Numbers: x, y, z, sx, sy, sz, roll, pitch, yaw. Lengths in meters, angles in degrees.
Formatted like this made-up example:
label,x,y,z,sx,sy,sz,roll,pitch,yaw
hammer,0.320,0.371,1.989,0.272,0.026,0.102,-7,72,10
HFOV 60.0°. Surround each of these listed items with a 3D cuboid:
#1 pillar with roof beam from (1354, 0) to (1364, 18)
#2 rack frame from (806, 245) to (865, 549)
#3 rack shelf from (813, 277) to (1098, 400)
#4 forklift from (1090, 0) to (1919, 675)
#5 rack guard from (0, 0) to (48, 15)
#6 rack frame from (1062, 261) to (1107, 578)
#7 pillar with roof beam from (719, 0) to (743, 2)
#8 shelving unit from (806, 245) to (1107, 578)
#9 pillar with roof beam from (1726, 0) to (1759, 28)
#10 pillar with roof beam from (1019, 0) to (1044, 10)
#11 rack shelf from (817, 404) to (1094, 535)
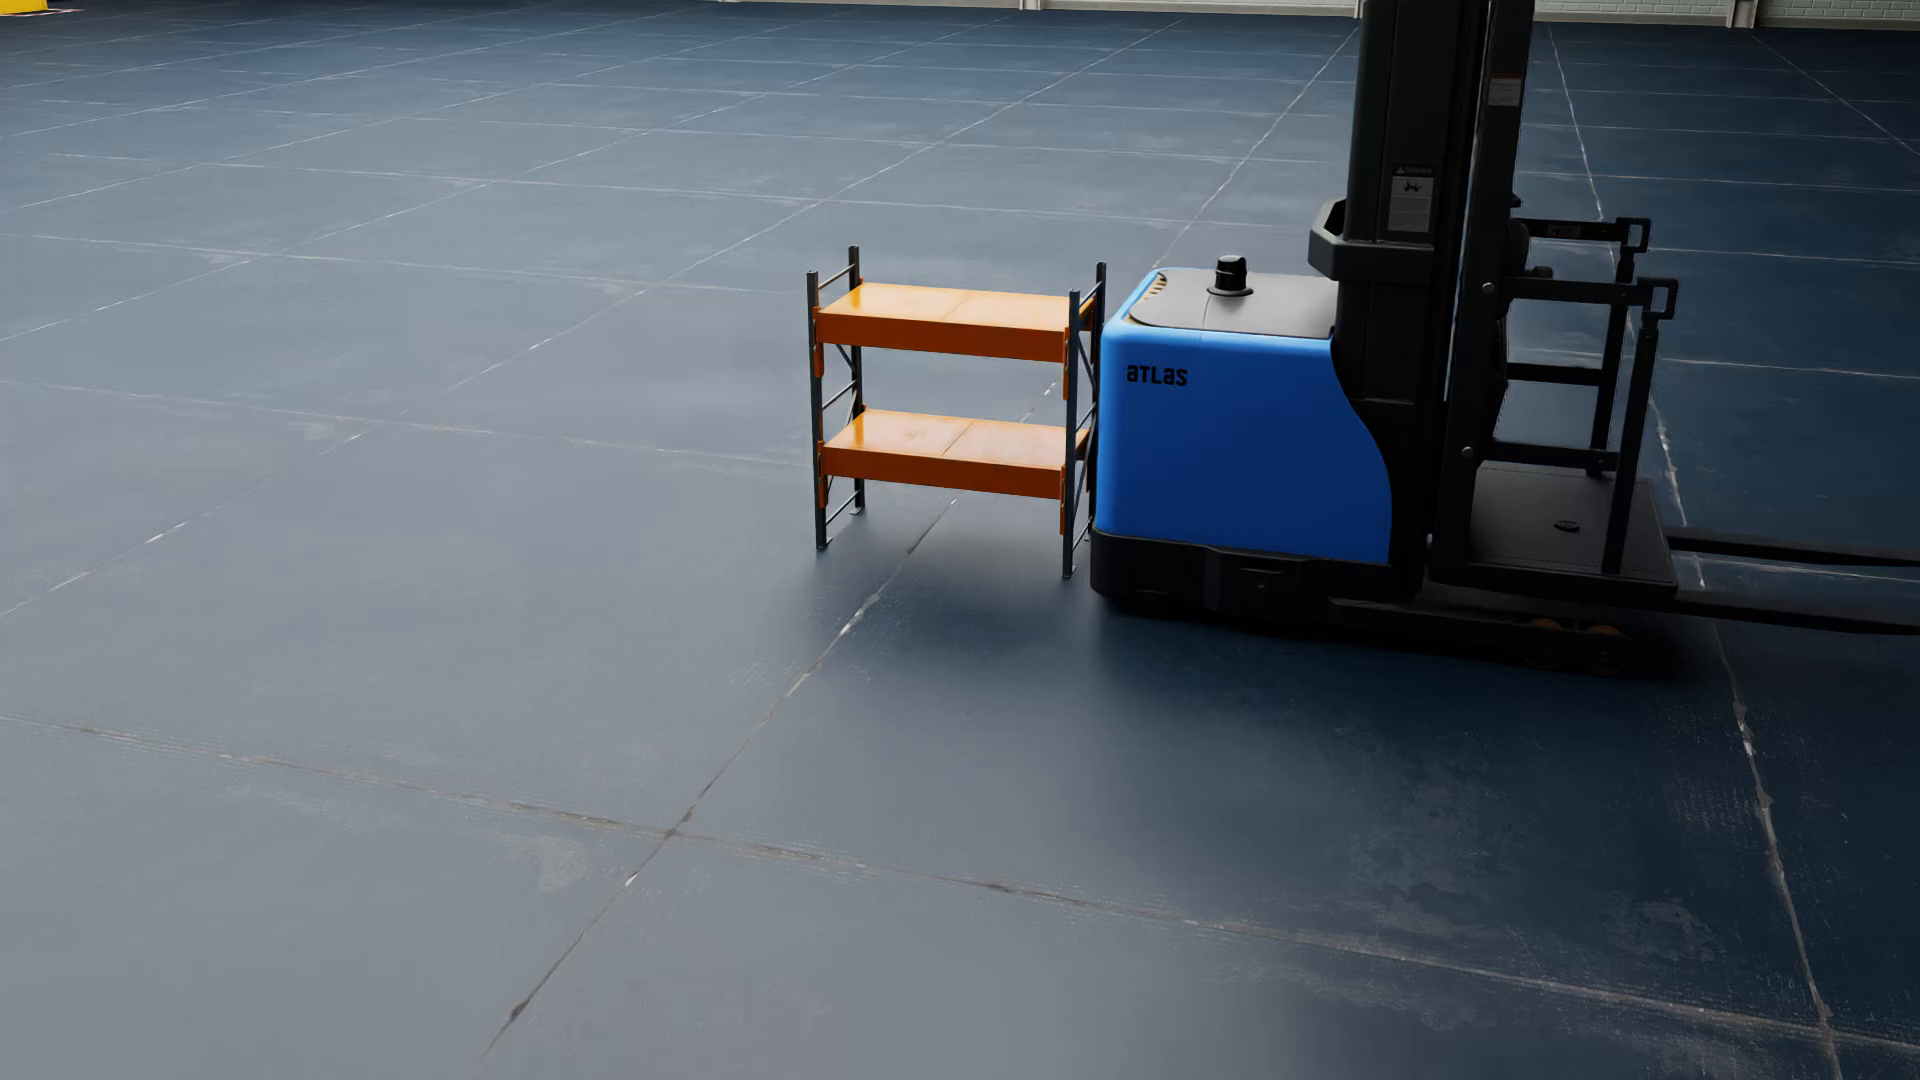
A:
label,x,y,z,sx,sy,sz,roll,pitch,yaw
pillar with roof beam,5.823,-11.690,23.412,0.400,9.000,9.100,7,23,16
rack frame,-0.493,-0.577,6.694,0.032,1.125,0.500,7,23,16
rack shelf,-0.006,-0.792,6.447,1.000,0.278,0.538,7,23,16
forklift,2.056,-1.122,5.642,3.031,2.935,1.130,6,23,15
rack guard,-17.007,-9.754,29.890,0.348,0.500,1.175,7,23,16
rack frame,0.480,-0.465,6.422,0.032,1.125,0.500,7,23,16
pillar with roof beam,-5.665,-13.006,26.619,0.400,9.000,9.100,7,23,16
shelving unit,-0.006,-0.521,6.558,1.048,1.125,0.538,7,23,16
pillar with roof beam,11.567,-11.032,21.808,0.400,9.000,9.100,7,23,16
pillar with roof beam,0.079,-12.348,25.015,0.400,9.000,9.100,7,23,16
rack shelf,-0.006,-0.295,6.651,1.000,0.278,0.538,7,23,16
